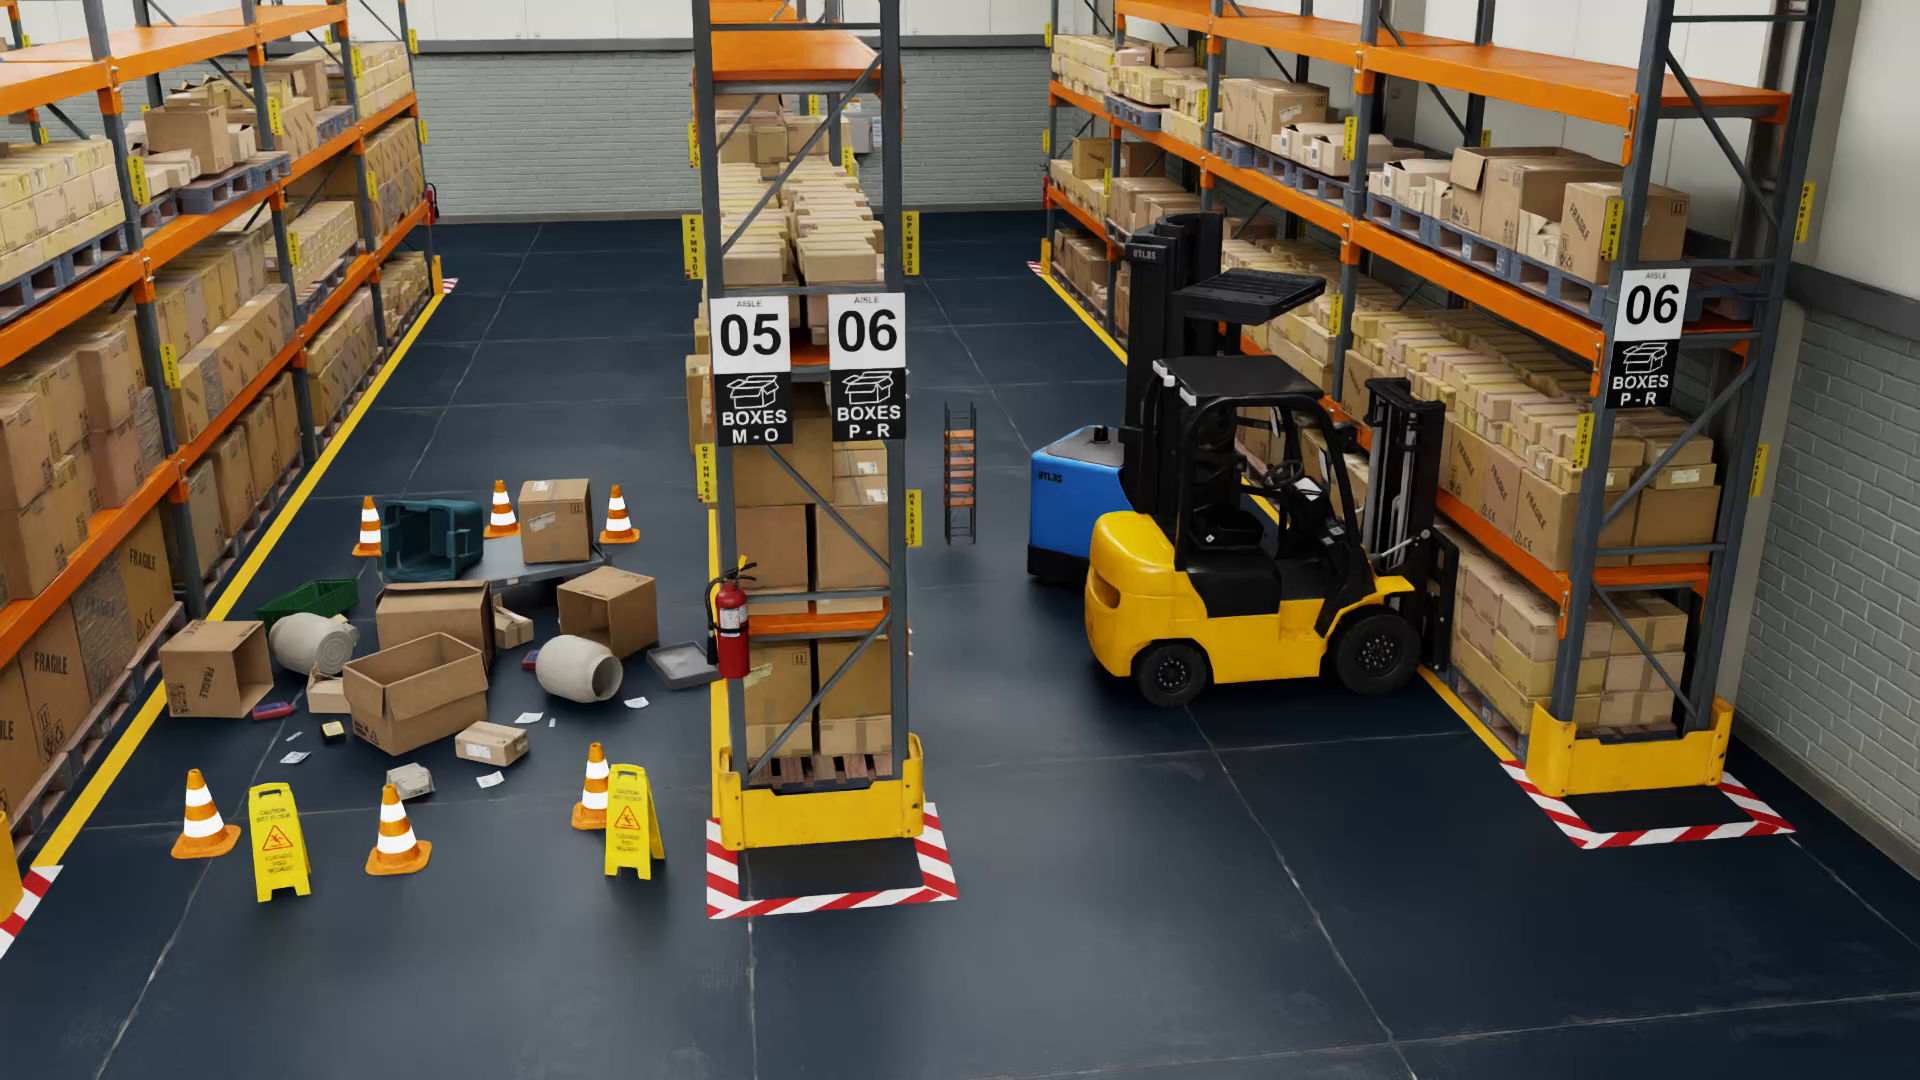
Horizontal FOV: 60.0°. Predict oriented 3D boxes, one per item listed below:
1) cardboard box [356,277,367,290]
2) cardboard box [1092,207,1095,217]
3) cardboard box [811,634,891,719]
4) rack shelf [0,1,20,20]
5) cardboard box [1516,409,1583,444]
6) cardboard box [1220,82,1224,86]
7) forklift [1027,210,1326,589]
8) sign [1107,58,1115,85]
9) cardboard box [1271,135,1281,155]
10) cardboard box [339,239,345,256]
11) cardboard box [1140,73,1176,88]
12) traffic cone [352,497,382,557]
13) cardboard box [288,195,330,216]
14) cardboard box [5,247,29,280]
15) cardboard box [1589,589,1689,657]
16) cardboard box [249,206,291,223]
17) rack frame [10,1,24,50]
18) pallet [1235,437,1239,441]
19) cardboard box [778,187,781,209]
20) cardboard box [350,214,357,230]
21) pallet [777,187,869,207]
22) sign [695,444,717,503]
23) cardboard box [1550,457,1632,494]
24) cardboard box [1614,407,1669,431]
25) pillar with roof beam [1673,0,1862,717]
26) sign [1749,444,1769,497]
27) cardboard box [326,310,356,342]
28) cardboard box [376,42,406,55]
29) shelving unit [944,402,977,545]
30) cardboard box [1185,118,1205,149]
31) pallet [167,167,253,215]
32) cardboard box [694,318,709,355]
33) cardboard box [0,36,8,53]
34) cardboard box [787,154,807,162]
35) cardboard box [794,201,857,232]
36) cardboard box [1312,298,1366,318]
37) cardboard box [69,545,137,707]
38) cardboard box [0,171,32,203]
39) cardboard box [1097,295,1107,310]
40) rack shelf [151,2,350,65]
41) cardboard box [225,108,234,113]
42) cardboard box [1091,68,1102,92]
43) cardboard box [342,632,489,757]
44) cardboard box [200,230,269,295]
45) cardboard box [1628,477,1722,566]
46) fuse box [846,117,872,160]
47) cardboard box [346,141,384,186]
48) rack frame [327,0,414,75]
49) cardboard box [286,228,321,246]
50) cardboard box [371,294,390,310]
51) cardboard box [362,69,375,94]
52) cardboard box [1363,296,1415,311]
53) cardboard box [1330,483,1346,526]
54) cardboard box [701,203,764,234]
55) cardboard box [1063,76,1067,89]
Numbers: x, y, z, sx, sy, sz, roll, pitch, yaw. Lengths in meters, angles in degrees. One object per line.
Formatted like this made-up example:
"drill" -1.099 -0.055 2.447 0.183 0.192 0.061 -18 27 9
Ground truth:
"cardboard box" -7.908 -3.345 21.583 0.380 0.149 0.250 -3 21 -8
"cardboard box" 1.957 -4.342 21.987 0.380 0.149 0.250 -2 21 -6
"cardboard box" -0.644 0.753 10.245 0.500 0.500 0.500 -4 21 -10
"rack shelf" -12.621 -6.319 19.947 1.077 0.370 4.000 -3 21 -8
"cardboard box" 3.723 -0.714 10.419 0.380 0.149 0.250 -2 21 -7
"cardboard box" 3.026 -4.862 17.953 0.380 0.149 0.250 -3 21 -8
"forklift" 2.063 -0.916 12.554 3.031 2.935 1.130 12 24 30
"sign" 1.849 -5.709 20.263 0.100 0.325 0.005 -3 21 -8
"cardboard box" 2.968 -3.486 14.664 0.380 0.149 0.250 -3 21 -8
"cardboard box" -7.049 -3.244 18.448 0.380 0.149 0.250 -4 21 -11
"cardboard box" 2.247 -5.194 18.814 0.380 0.149 0.250 -3 21 -7
"traffic cone" -4.956 -0.138 13.998 0.336 0.463 0.334 -3 21 -8
"cardboard box" -7.760 -3.895 19.864 0.500 0.500 0.500 -3 21 -8
"cardboard box" -5.632 -1.592 9.594 0.380 0.149 0.250 -3 21 -7
"cardboard box" 4.232 0.510 10.539 0.500 0.250 0.500 -3 21 -9
"cardboard box" -7.763 -3.657 18.704 0.380 0.149 0.250 -2 21 -6
"rack frame" -12.910 -7.536 21.605 1.000 3.000 0.127 -3 21 -8
"pallet" 3.041 -1.114 16.970 1.003 0.211 1.213 -3 21 -8
"cardboard box" -1.043 -2.405 11.944 0.500 0.250 0.500 -3 21 -8
"cardboard box" -7.158 -3.646 19.099 0.380 0.149 0.250 -2 21 -6
"pallet" -1.357 -2.607 12.964 1.213 0.211 1.003 -3 21 -8
"sign" -1.349 -0.355 8.847 0.100 0.325 0.005 -3 21 -8
"cardboard box" 3.787 -0.394 9.987 0.380 0.149 0.250 -3 21 -7
"cardboard box" 4.221 -0.737 10.482 0.380 0.149 0.250 -3 21 -7
"pillar with roof beam" 0.646 -2.817 8.971 9.100 9.000 0.400 -3 21 -8
"sign" 4.664 -0.406 9.739 0.100 0.325 0.005 -3 21 -8
"cardboard box" -6.902 -2.327 18.133 0.500 0.250 0.500 -4 21 -10
"cardboard box" -7.648 -6.596 22.307 0.380 0.149 0.250 -3 21 -8
"shelving unit" 0.002 -0.557 14.067 0.258 1.200 0.189 -3 21 -8
"cardboard box" 2.647 -4.207 17.195 0.500 0.250 0.500 -4 21 -10
"pallet" -6.524 -2.880 13.697 1.003 0.211 1.213 -2 21 -5
"cardboard box" -1.427 -1.209 11.242 0.700 0.500 0.500 -3 21 -9
"cardboard box" -12.782 -6.244 21.547 0.700 0.500 0.500 -4 21 -11
"cardboard box" -1.135 -3.000 13.363 0.500 0.250 0.500 -3 21 -8
"cardboard box" -0.835 -2.008 10.313 0.380 0.149 0.250 -2 21 -7
"cardboard box" 3.231 -1.956 14.169 0.380 0.149 0.250 -3 21 -8
"cardboard box" -6.102 0.546 10.978 0.875 0.875 0.875 -3 21 -7
"cardboard box" -5.670 -2.054 9.692 0.380 0.149 0.250 -3 21 -7
"cardboard box" 2.014 -3.131 21.861 0.380 0.149 0.250 -4 21 -9
"rack shelf" -7.122 -5.149 16.815 1.077 0.370 4.000 -3 21 -8
"cardboard box" -7.168 -3.808 15.768 0.500 0.500 0.500 -3 21 -8
"cardboard box" 1.982 -5.900 21.302 0.500 0.250 0.500 -4 21 -10
"cardboard box" -3.555 1.004 10.884 0.637 0.503 0.797 17 27 39
"cardboard box" -6.779 -2.530 15.205 0.700 0.500 0.500 -3 21 -8
"cardboard box" 4.318 -0.169 10.314 0.500 0.500 0.500 -2 21 -6
"fuse box" -1.840 -6.628 29.591 0.539 1.711 0.414 -3 21 -8
"cardboard box" -7.324 -4.557 20.208 0.500 0.500 0.500 -4 21 -9
"rack frame" -7.987 -7.751 22.181 1.000 3.000 0.127 -3 21 -8
"cardboard box" -6.900 -3.153 17.354 0.380 0.149 0.250 -2 21 -6
"cardboard box" -7.236 -2.924 20.455 0.380 0.149 0.250 -2 21 -5
"cardboard box" -7.310 -5.476 19.878 0.500 0.250 0.500 -3 21 -8
"cardboard box" 3.677 -1.987 14.254 0.380 0.149 0.250 -3 21 -8
"cardboard box" 3.302 -0.282 13.373 0.500 0.250 0.500 -3 21 -8
"cardboard box" -1.392 -1.978 10.231 0.380 0.149 0.250 -2 21 -6
"cardboard box" 1.642 -6.372 23.135 0.380 0.149 0.250 -2 21 -7
